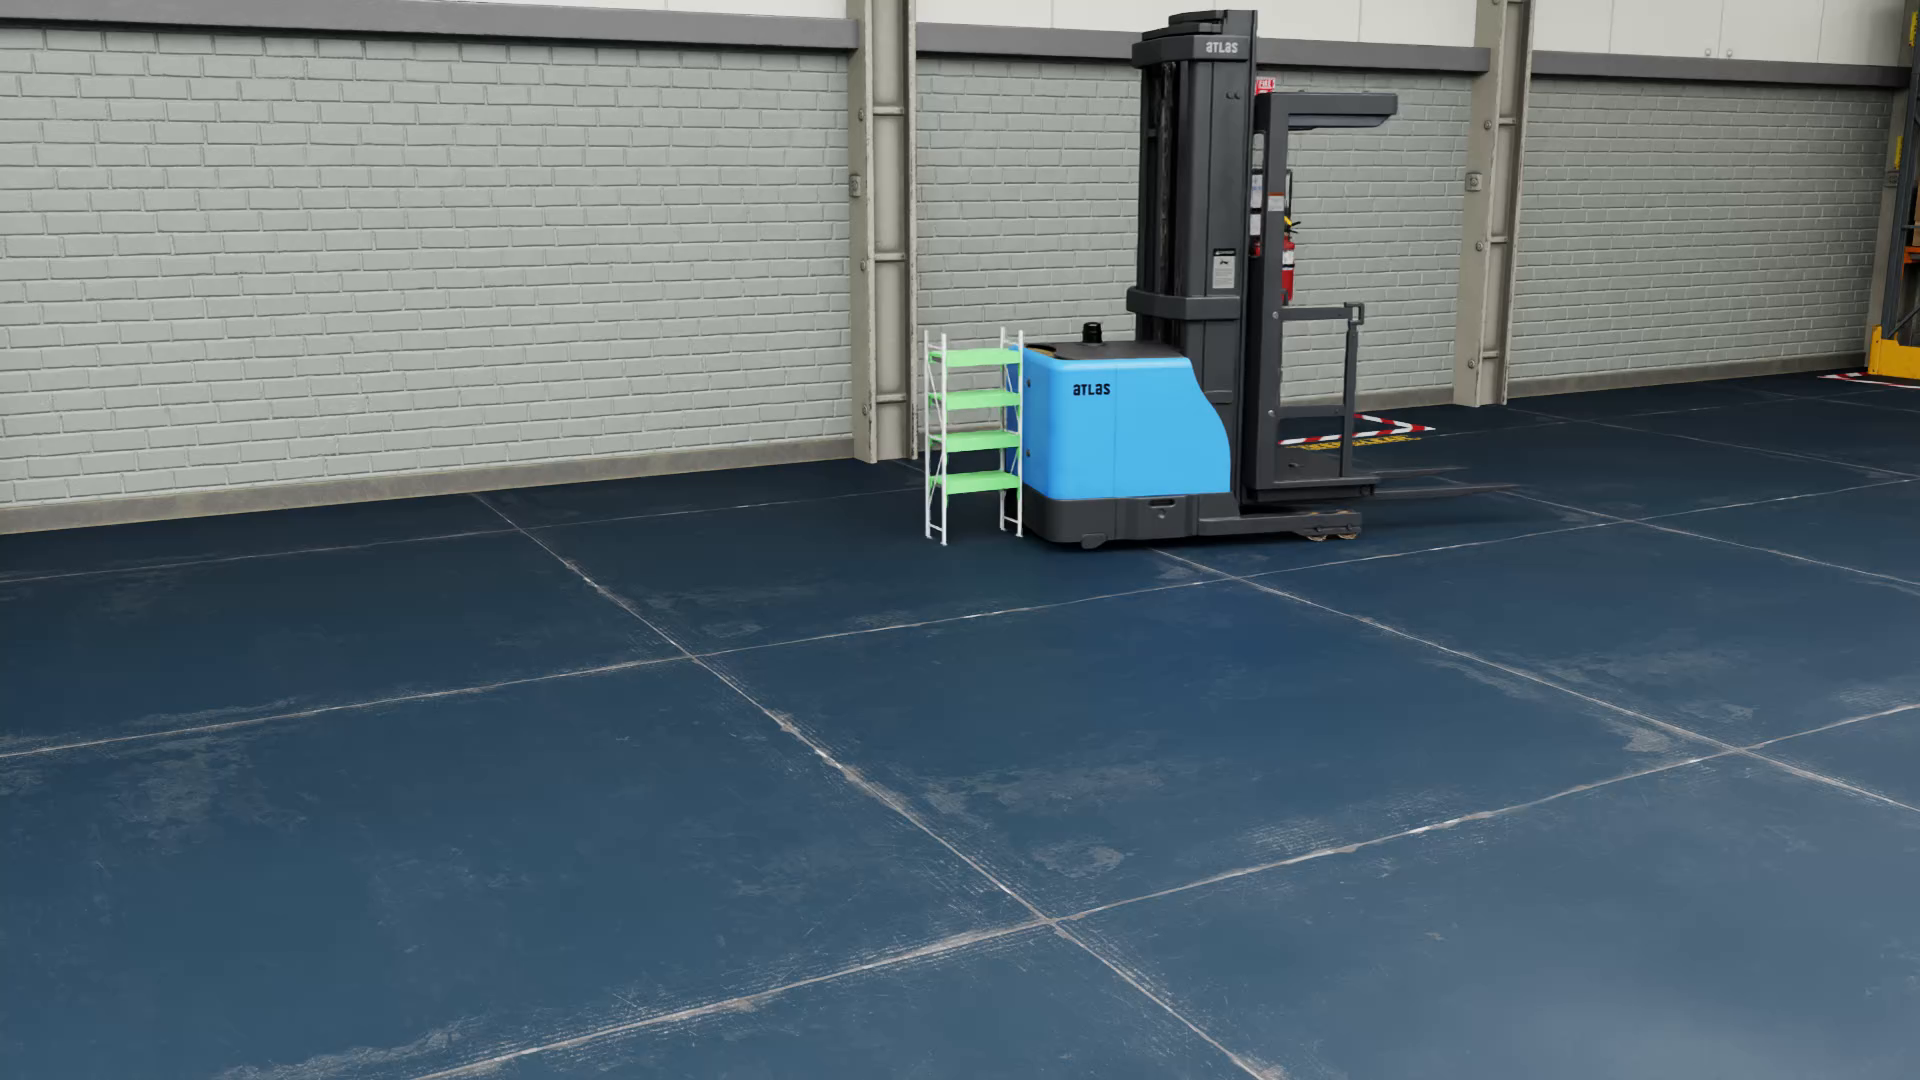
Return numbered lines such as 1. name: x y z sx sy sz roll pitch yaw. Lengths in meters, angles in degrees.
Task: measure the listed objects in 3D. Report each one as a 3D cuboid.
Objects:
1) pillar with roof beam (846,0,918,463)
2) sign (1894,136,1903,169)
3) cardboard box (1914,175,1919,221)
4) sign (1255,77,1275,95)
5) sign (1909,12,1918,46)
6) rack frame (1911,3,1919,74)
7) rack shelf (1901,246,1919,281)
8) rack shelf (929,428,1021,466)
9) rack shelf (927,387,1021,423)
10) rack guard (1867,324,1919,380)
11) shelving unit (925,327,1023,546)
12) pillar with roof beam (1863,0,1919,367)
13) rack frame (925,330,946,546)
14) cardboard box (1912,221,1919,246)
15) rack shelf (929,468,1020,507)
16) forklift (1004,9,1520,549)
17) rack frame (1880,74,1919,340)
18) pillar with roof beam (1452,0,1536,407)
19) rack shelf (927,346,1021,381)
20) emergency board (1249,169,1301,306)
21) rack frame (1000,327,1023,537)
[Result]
1. pillar with roof beam: 1.510 -4.169 7.638 0.400 9.000 9.100 -7 14 -28
2. sign: 9.532 -3.922 16.847 0.005 0.325 0.100 -7 14 -28
3. cardboard box: 10.092 -3.487 16.859 0.500 0.500 0.500 -7 14 -28
4. sign: 2.472 -3.600 13.492 0.199 0.298 0.001 -7 14 -28
5. sign: 9.532 -5.098 16.583 0.005 0.325 0.100 -7 14 -28
6. rack frame: 9.780 -6.021 15.866 0.127 3.000 1.000 -7 14 -28
7. rack shelf: 11.536 -2.953 17.538 4.000 0.370 1.077 -7 14 -28
8. rack shelf: 0.079 -0.539 9.562 0.480 0.148 0.258 -6 14 -26
9. rack shelf: 0.079 -0.773 9.509 0.480 0.148 0.258 -6 14 -26
10. rack guard: 9.847 -1.882 16.835 0.348 0.500 1.175 -7 14 -28
11. shelving unit: 0.079 -0.601 9.548 0.503 1.200 0.258 -6 14 -26
12. pillar with roof beam: 12.043 -5.431 13.247 0.400 9.000 9.100 -7 14 -28
13. rack frame: -0.139 -0.577 9.441 0.015 1.200 0.240 -6 14 -26
14. cardboard box: 10.098 -3.117 16.923 0.500 0.250 0.500 -7 14 -27
15. rack shelf: 0.079 -0.305 9.614 0.480 0.148 0.258 -6 14 -26
16. forklift: 1.840 -1.531 9.738 3.031 2.935 1.130 -3 13 -14
17. rack frame: 9.780 -3.094 16.525 0.127 3.000 1.000 -7 14 -28
18. pillar with roof beam: 6.777 -4.800 10.443 0.400 9.000 9.100 -7 14 -28
19. rack shelf: 0.079 -1.007 9.456 0.480 0.148 0.258 -6 14 -26
20. emergency board: 2.527 -2.450 13.665 0.643 1.169 0.194 -7 14 -28
21. rack frame: 0.297 -0.625 9.654 0.015 1.200 0.240 -6 14 -26
